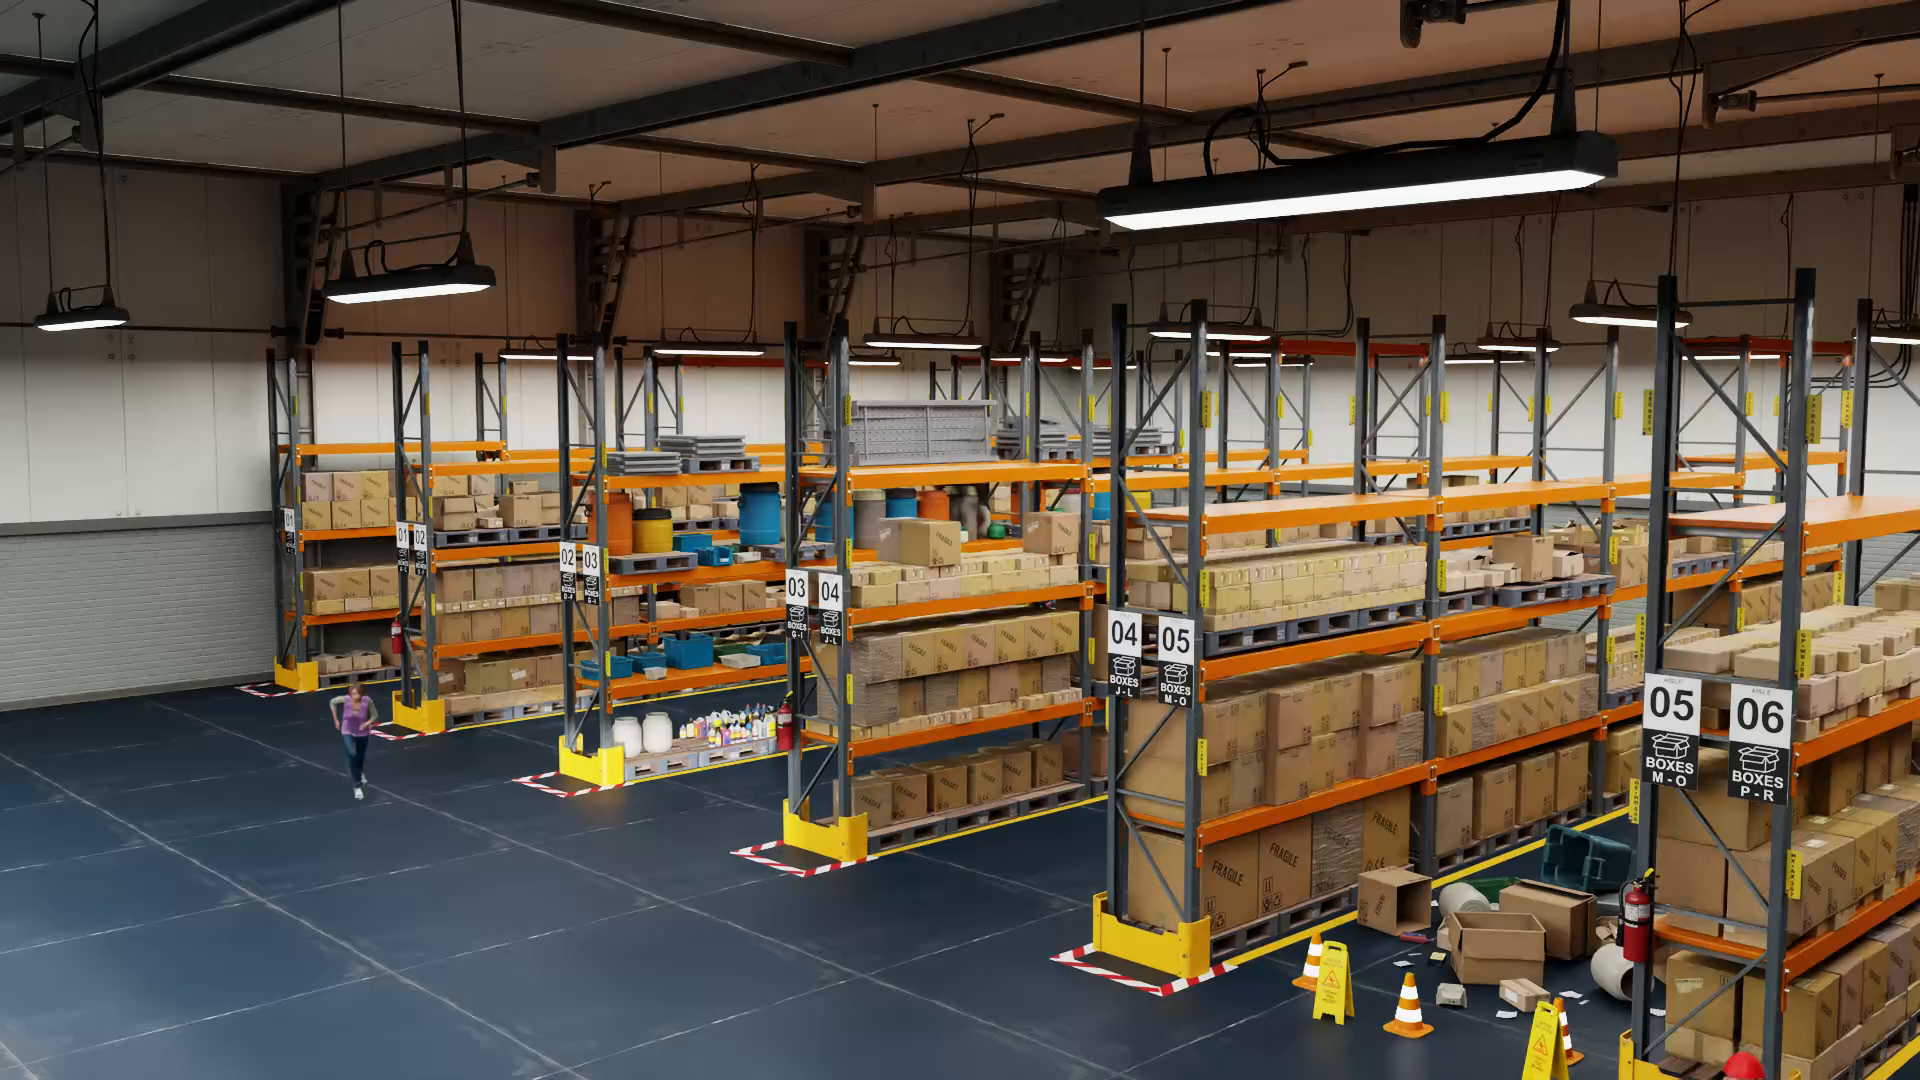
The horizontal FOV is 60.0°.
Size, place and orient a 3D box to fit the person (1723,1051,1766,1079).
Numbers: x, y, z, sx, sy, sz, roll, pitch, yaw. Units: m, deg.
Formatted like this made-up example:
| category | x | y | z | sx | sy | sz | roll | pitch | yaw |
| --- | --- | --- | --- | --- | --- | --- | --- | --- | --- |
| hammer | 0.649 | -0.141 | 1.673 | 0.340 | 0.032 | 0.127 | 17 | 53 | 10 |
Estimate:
| category | x | y | z | sx | sy | sz | roll | pitch | yaw |
| --- | --- | --- | --- | --- | --- | --- | --- | --- | --- |
| person | 4.150 | 3.525 | 8.995 | 0.771 | 1.733 | 0.782 | 4 | 6 | 38 |

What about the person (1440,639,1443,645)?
| category | x | y | z | sx | sy | sz | roll | pitch | yaw |
| --- | --- | --- | --- | --- | --- | --- | --- | --- | --- |
| person | 6.949 | 2.253 | 24.126 | 0.538 | 1.701 | 0.890 | 5 | 7 | 44 |

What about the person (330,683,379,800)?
| category | x | y | z | sx | sy | sz | roll | pitch | yaw |
| --- | --- | --- | --- | --- | --- | --- | --- | --- | --- |
| person | -7.860 | 2.566 | 21.614 | 0.579 | 1.542 | 0.910 | -2 | 5 | -21 |
